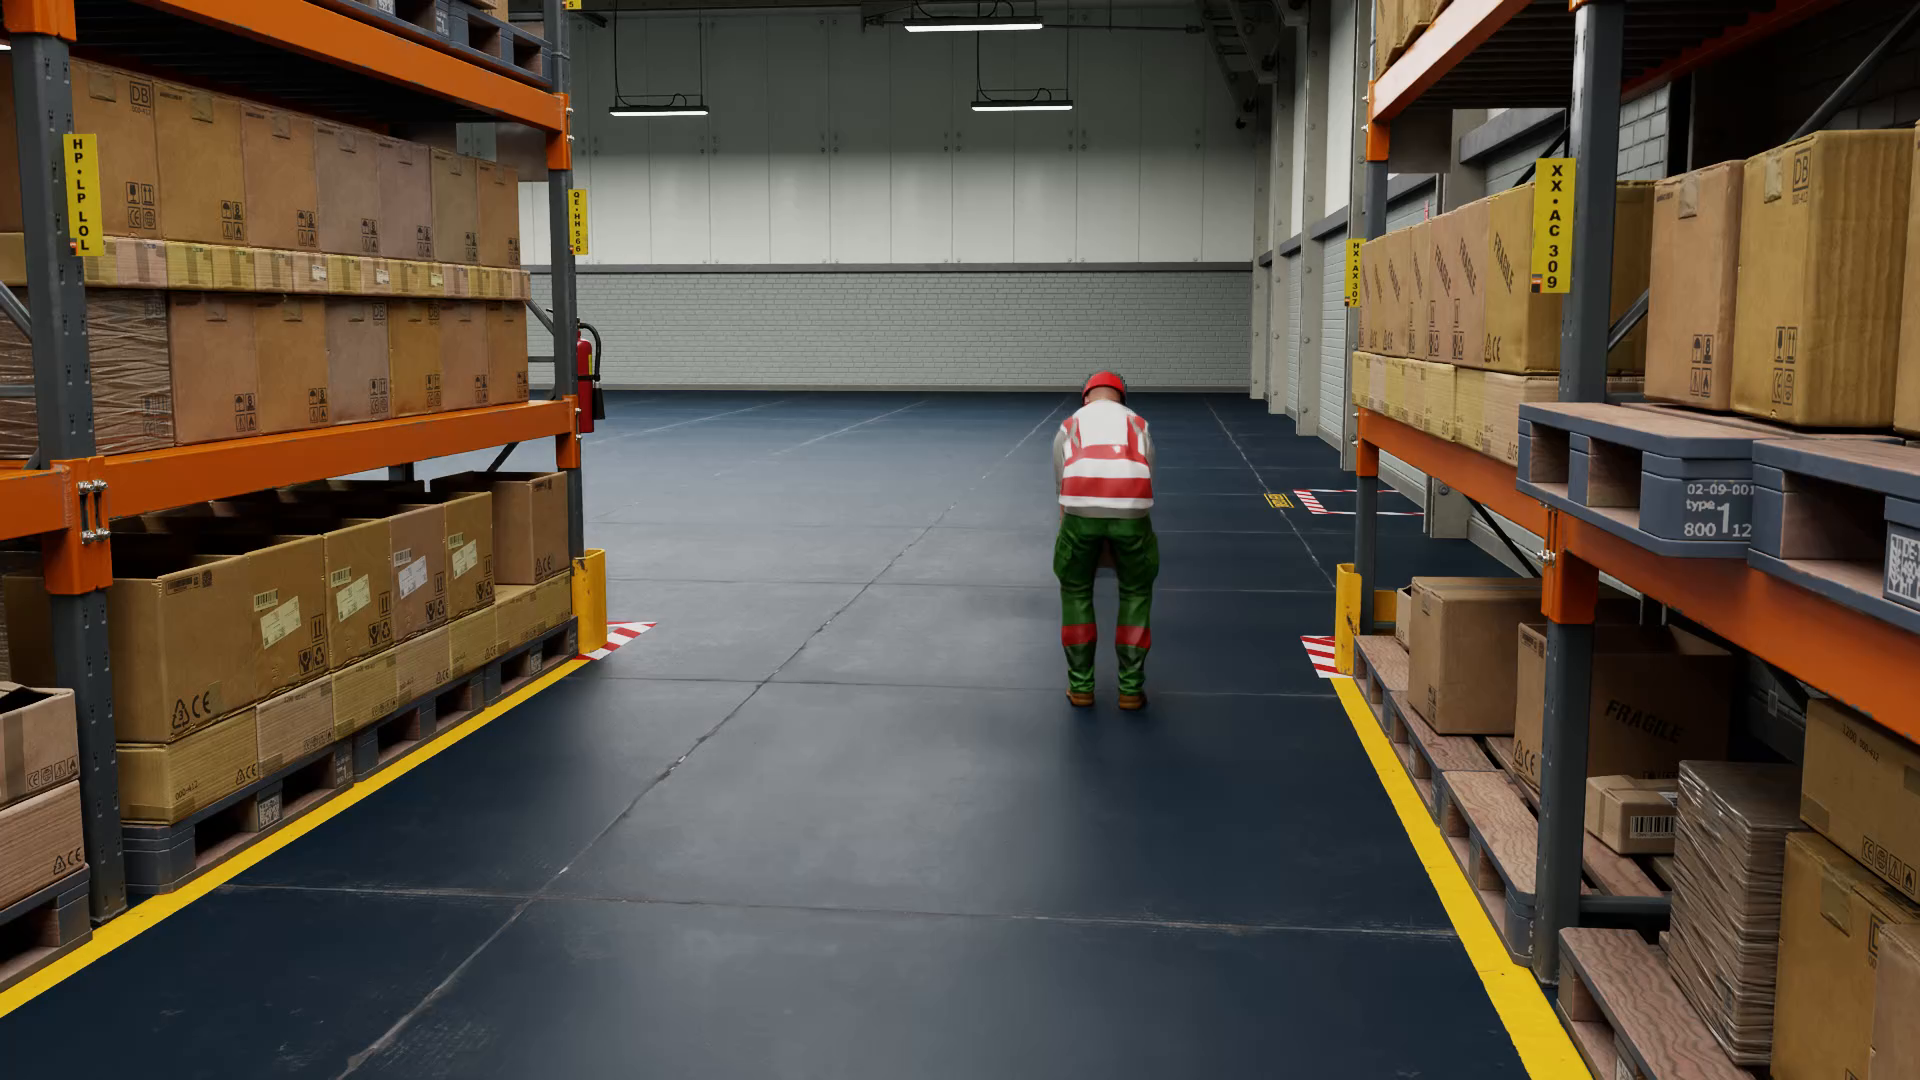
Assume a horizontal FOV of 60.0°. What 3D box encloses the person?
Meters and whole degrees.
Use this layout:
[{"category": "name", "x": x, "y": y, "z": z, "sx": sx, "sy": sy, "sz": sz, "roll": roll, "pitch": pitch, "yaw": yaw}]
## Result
[{"category": "person", "x": 0.659, "y": -0.020, "z": 7.564, "sx": 0.484, "sy": 1.470, "sz": 0.858, "roll": 1, "pitch": 8, "yaw": 5}]
